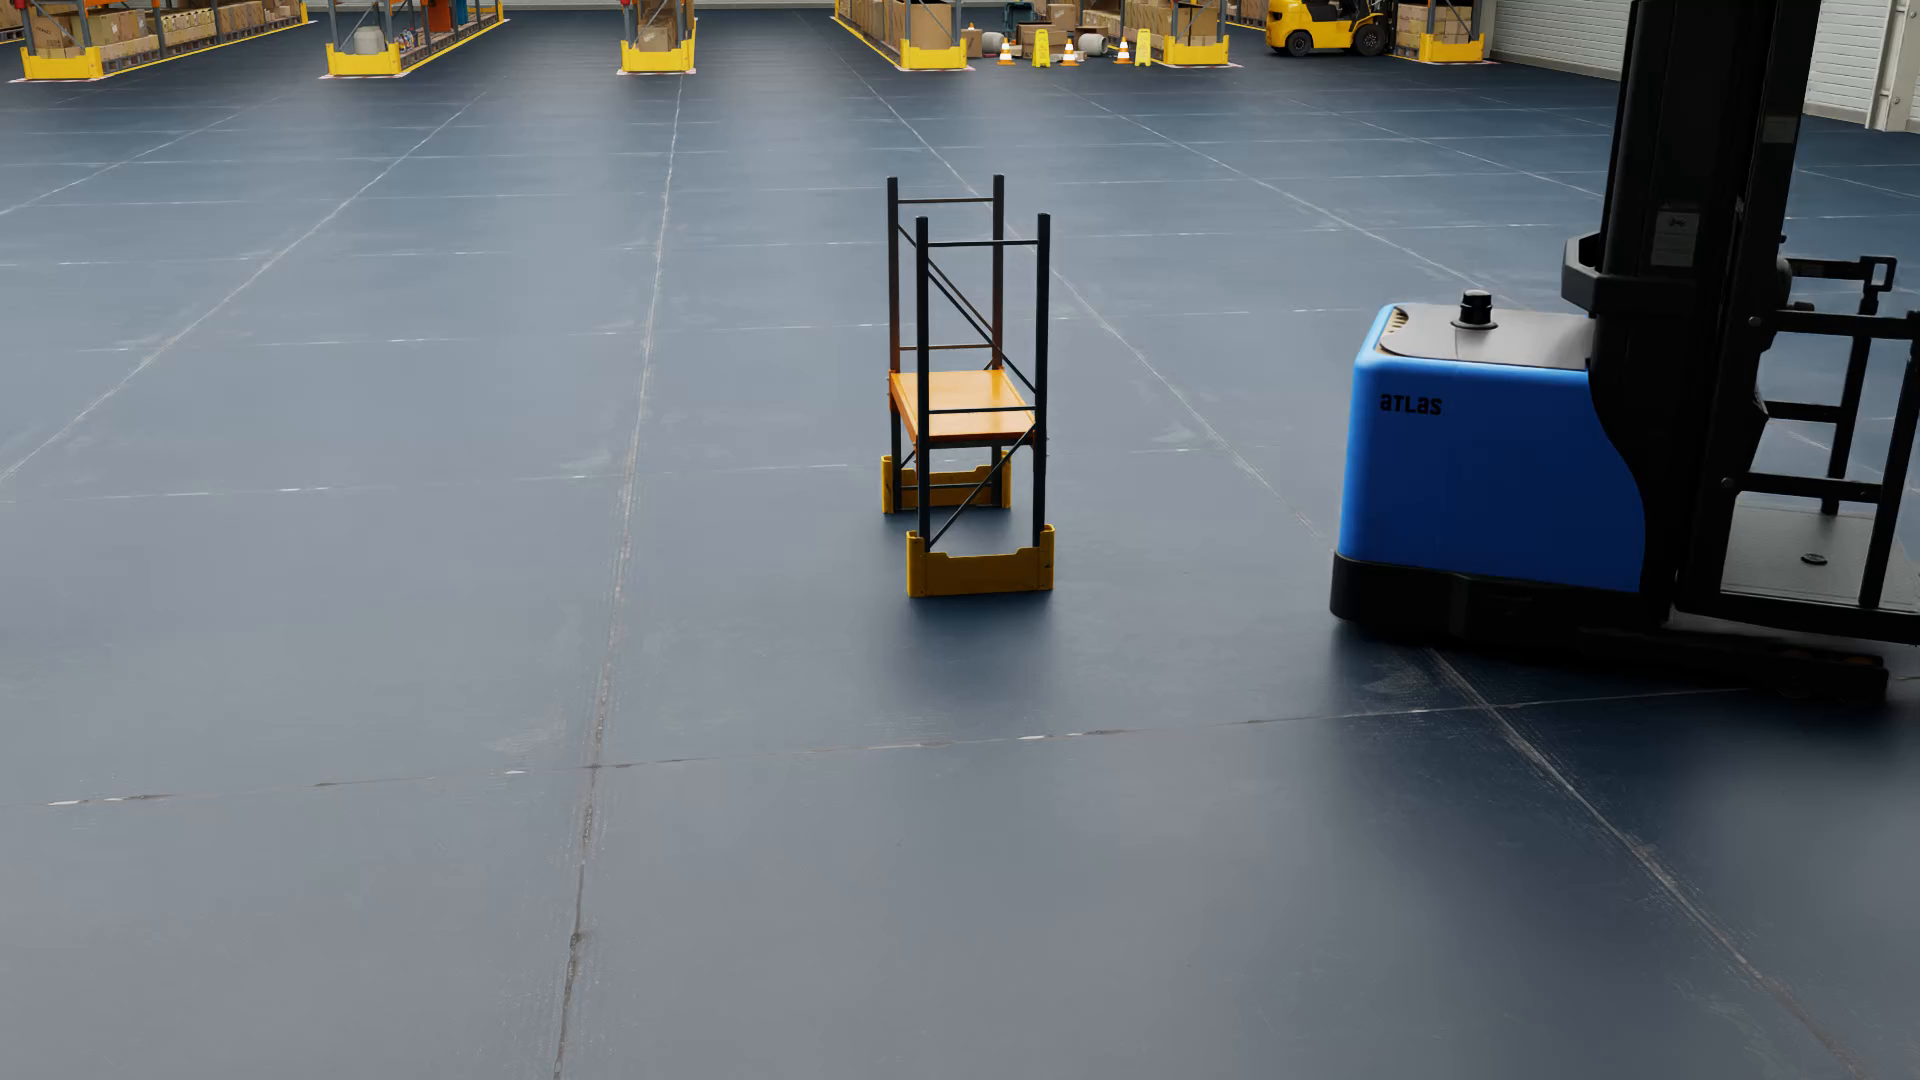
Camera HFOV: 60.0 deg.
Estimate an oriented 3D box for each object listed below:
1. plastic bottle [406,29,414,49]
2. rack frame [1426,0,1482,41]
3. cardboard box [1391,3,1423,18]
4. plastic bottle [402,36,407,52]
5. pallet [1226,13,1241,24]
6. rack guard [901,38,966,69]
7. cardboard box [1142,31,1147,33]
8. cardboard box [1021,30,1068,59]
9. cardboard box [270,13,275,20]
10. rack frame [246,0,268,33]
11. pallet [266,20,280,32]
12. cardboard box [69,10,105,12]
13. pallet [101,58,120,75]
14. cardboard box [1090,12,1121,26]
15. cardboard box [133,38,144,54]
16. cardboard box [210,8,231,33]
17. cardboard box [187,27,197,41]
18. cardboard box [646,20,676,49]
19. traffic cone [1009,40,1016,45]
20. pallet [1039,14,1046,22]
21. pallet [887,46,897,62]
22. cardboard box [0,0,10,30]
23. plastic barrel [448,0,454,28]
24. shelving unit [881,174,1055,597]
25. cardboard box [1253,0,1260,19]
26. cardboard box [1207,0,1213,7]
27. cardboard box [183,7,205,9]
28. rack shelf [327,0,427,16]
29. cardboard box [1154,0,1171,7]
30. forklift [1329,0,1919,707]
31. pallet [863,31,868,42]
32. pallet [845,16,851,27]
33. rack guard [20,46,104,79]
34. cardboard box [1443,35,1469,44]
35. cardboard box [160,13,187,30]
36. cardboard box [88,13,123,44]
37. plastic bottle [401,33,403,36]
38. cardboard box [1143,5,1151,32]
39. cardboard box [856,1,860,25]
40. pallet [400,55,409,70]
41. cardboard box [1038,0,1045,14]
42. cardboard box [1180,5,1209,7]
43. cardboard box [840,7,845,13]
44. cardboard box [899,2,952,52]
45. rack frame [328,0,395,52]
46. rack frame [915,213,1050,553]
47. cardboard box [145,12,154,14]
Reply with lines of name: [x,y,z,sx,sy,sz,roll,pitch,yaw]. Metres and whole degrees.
plastic bottle: [-10.430,-9.481,31.471,0.144,0.351,0.185,-3,21,-8]
rack frame: [9.313,-10.519,31.092,1.000,3.000,0.127,-3,21,-8]
cardboard box: [8.776,-10.390,32.649,0.500,0.250,0.500,-3,21,-7]
plastic bottle: [-10.274,-9.174,30.745,0.061,0.283,0.133,-3,21,-7]
pallet: [7.485,-13.605,43.341,1.003,0.211,1.213,-3,21,-8]
rack guard: [-0.479,-8.803,30.071,1.175,0.500,0.348,-3,21,-8]
cardboard box: [3.871,-9.803,32.505,0.500,0.250,0.500,-4,21,-10]
cardboard box: [1.643,-9.578,32.142,0.637,0.503,0.797,17,27,39]
cardboard box: [-16.919,-12.758,40.508,0.380,0.166,0.250,-3,21,-8]
rack frame: [-16.938,-13.424,38.870,1.000,3.000,0.127,-3,21,-8]
pallet: [-17.036,-12.355,39.995,1.003,0.211,1.213,-3,21,-8]
cardboard box: [-15.883,-9.391,30.331,0.500,0.500,0.500,-3,21,-8]
pallet: [-15.360,-8.225,28.937,1.003,0.211,1.213,-3,21,-8]
cardboard box: [3.434,-11.552,37.013,0.950,0.372,0.625,-3,21,-9]
cardboard box: [-15.353,-9.067,30.535,0.500,0.250,0.500,-3,21,-8]
cardboard box: [-16.144,-11.246,35.983,0.500,0.500,0.500,-2,21,-5]
cardboard box: [-15.820,-10.247,33.695,0.500,0.250,0.500,-3,21,-7]
cardboard box: [-5.706,-9.629,31.681,0.500,0.500,0.500,-5,21,-13]
traffic cone: [1.230,-10.872,35.665,0.336,0.463,0.334,-3,21,-8]
pallet: [2.640,-13.383,42.746,1.003,0.211,1.213,-3,21,-8]
pallet: [-0.847,-9.371,32.003,1.003,0.211,1.213,-3,21,-8]
cardboard box: [-21.359,-11.542,36.305,0.750,0.750,0.750,-3,21,-8]
plastic barrel: [-11.709,-11.914,37.674,0.600,0.588,0.708,-3,21,-8]
shelving unit: [0.011,-0.676,6.883,0.587,1.500,1.083,-3,21,-8]
cardboard box: [7.584,-13.164,41.146,0.500,0.500,0.500,-4,21,-9]
cardboard box: [7.086,-14.570,44.911,0.700,0.500,0.500,-2,21,-6]
cardboard box: [-16.729,-11.386,36.358,0.500,0.500,0.500,-2,21,-6]
rack shelf: [-10.594,-9.873,30.391,1.077,0.370,4.000,-3,21,-8]
cardboard box: [3.909,-10.219,31.620,0.380,0.149,0.250,-2,21,-6]
forklift: [2.973,-1.012,5.737,3.031,2.935,1.130,7,22,18]
pallet: [-1.596,-11.169,36.819,1.003,0.211,1.213,-3,21,-8]
pallet: [-2.344,-13.062,41.886,1.003,0.211,1.213,-3,21,-8]
rack guard: [-15.205,-8.090,28.161,1.175,0.500,0.348,-3,21,-8]
cardboard box: [9.436,-9.607,31.982,0.500,0.250,0.500,-3,21,-8]
cardboard box: [-15.741,-10.334,33.125,0.500,0.311,0.500,-4,21,-10]
cardboard box: [-15.224,-9.071,29.475,0.500,0.500,0.500,-3,21,-8]
plastic bottle: [-10.528,-9.435,31.445,0.061,0.283,0.133,-3,21,-8]
cardboard box: [3.884,-10.147,32.355,0.500,0.500,0.500,-3,21,-9]
cardboard box: [-2.152,-12.355,38.981,0.500,0.500,0.500,-4,21,-10]
pallet: [-10.475,-8.517,29.717,1.003,0.211,1.213,-3,21,-8]
cardboard box: [2.558,-13.951,43.344,0.875,0.438,0.875,-4,21,-9]
cardboard box: [4.475,-10.009,31.986,0.500,0.500,0.500,-4,21,-10]
cardboard box: [-2.940,-13.920,43.672,0.380,0.149,0.250,-3,21,-7]
cardboard box: [-0.645,-9.415,30.574,0.875,0.875,0.875,-3,21,-7]
rack frame: [-10.306,-9.518,28.411,1.000,3.000,0.127,-3,21,-8]
rack frame: [0.086,-0.497,6.403,0.500,1.500,0.032,-3,21,-8]
cardboard box: [-16.347,-10.478,33.511,0.500,0.311,0.500,-3,21,-8]
